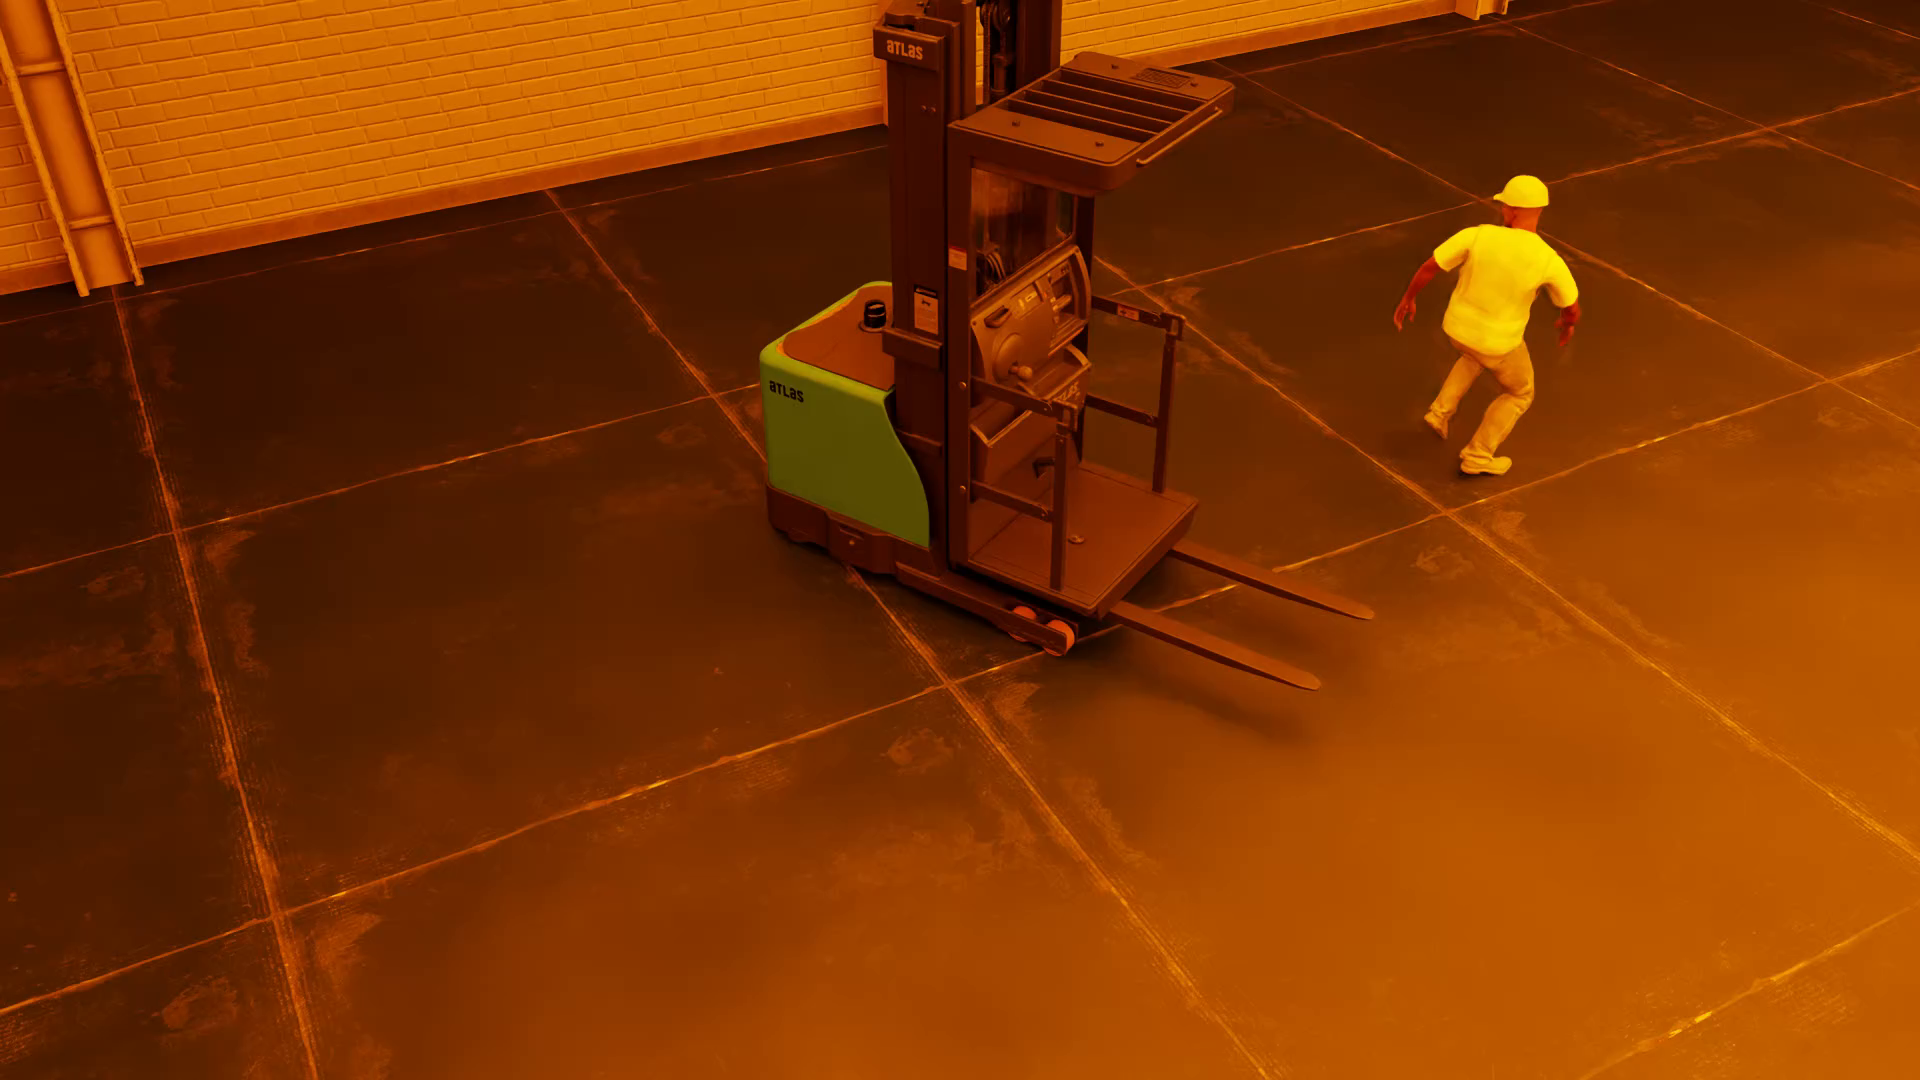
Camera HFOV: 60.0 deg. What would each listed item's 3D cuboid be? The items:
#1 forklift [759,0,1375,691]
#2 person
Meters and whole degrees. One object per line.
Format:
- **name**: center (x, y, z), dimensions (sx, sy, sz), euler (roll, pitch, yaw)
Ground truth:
- **forklift**: center (0.506, -1.000, 7.537), dimensions (3.031, 2.935, 1.130), euler (21, 40, 27)
- **person**: center (2.826, -1.143, 8.835), dimensions (0.693, 1.675, 0.807), euler (-26, 43, -32)
